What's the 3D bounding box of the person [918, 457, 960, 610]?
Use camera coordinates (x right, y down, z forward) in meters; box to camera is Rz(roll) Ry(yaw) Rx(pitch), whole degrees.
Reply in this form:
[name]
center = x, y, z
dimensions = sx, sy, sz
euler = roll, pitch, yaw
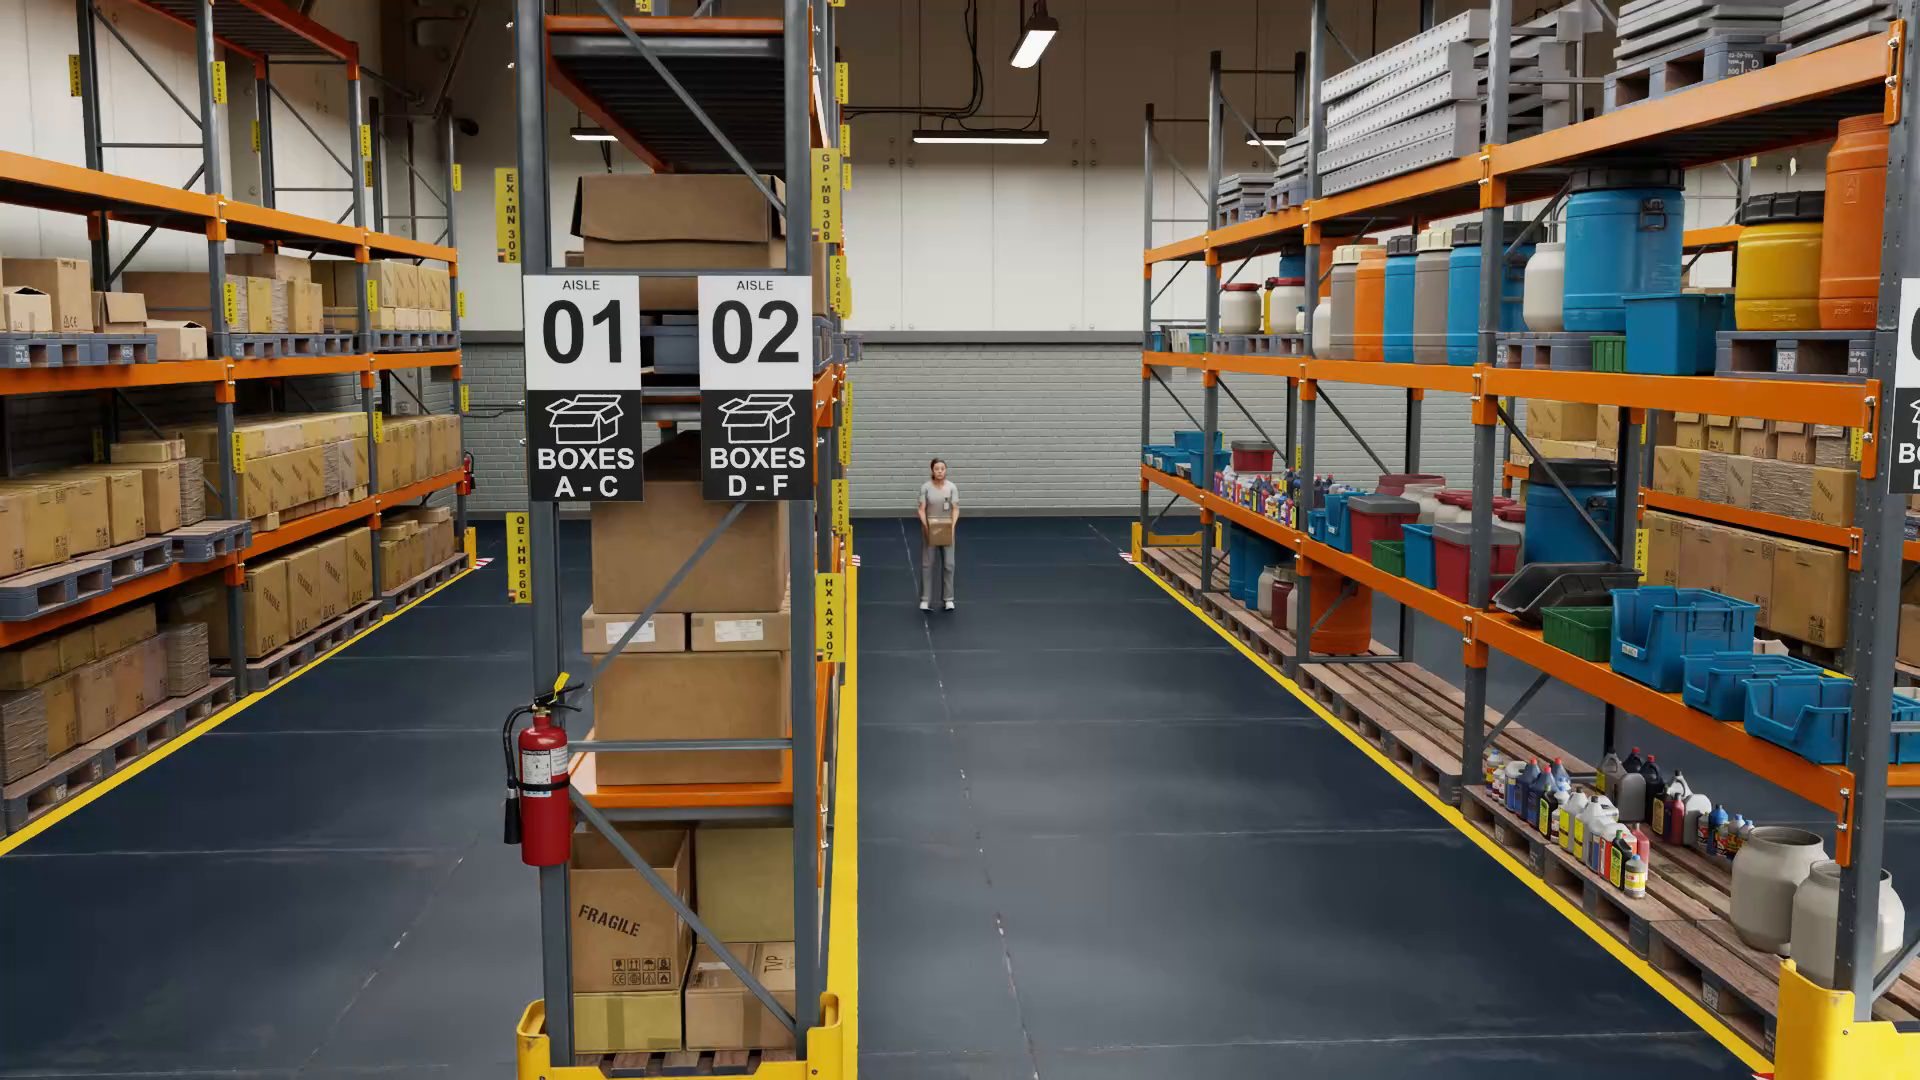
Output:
[person]
center = -0.233, -0.072, 18.335
dimensions = 0.465, 1.675, 0.461
euler = -1, 7, -4
